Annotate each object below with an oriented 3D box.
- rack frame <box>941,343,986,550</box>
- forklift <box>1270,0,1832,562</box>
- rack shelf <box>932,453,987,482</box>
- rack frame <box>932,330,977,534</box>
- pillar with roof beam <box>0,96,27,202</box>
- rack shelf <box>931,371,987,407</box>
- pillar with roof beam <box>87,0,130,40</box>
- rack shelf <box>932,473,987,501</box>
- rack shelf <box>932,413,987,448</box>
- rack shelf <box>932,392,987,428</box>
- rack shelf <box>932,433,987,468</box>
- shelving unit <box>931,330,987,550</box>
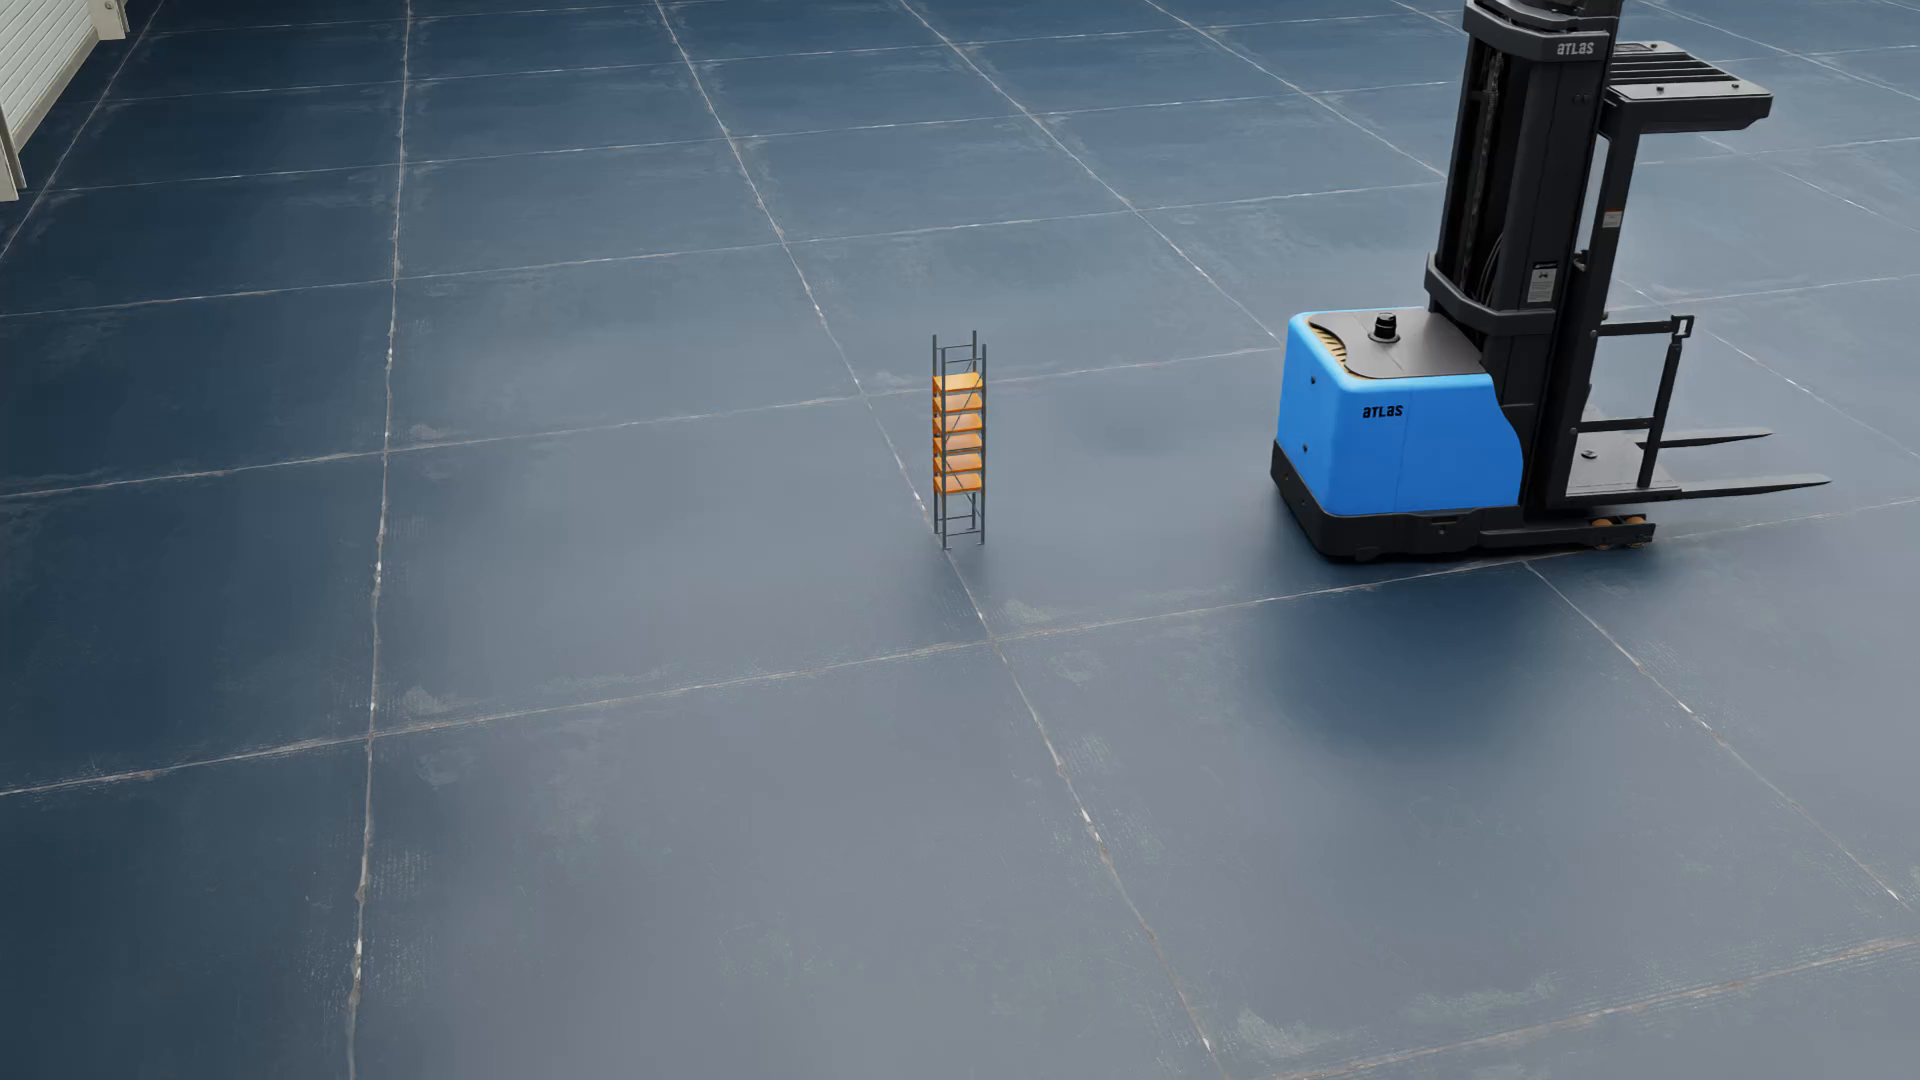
[{"bbox_3d":[0.020,-0.482,8.885,0.240,1.200,0.006,-8,31,-13],"label":"rack frame"},{"bbox_3d":[3.381,-1.474,8.870,3.031,2.935,1.130,-4,30,-7],"label":"forklift"},{"bbox_3d":[-0.004,-0.384,9.044,0.258,0.103,0.180,-8,31,-13],"label":"rack shelf"},{"bbox_3d":[-0.028,-0.570,9.038,0.240,1.200,0.006,-8,31,-13],"label":"rack frame"},{"bbox_3d":[-4.154,-7.463,13.161,9.100,9.000,0.400,-8,31,-13],"label":"pillar with roof beam"},{"bbox_3d":[-0.004,-0.799,8.803,0.258,0.103,0.180,-8,31,-13],"label":"rack shelf"},{"bbox_3d":[-5.747,-10.361,18.168,9.100,9.000,0.400,-8,31,-13],"label":"pillar with roof beam"},{"bbox_3d":[-0.004,-0.280,9.104,0.258,0.103,0.180,-8,31,-13],"label":"rack shelf"},{"bbox_3d":[-0.004,-0.592,8.924,0.258,0.103,0.180,-8,31,-13],"label":"rack shelf"},{"bbox_3d":[-0.004,-0.696,8.864,0.258,0.103,0.180,-8,31,-13],"label":"rack shelf"},{"bbox_3d":[-0.004,-0.488,8.984,0.258,0.103,0.180,-8,31,-13],"label":"rack shelf"},{"bbox_3d":[-0.004,-0.526,8.962,0.258,1.200,0.189,-8,31,-13],"label":"shelving unit"}]
